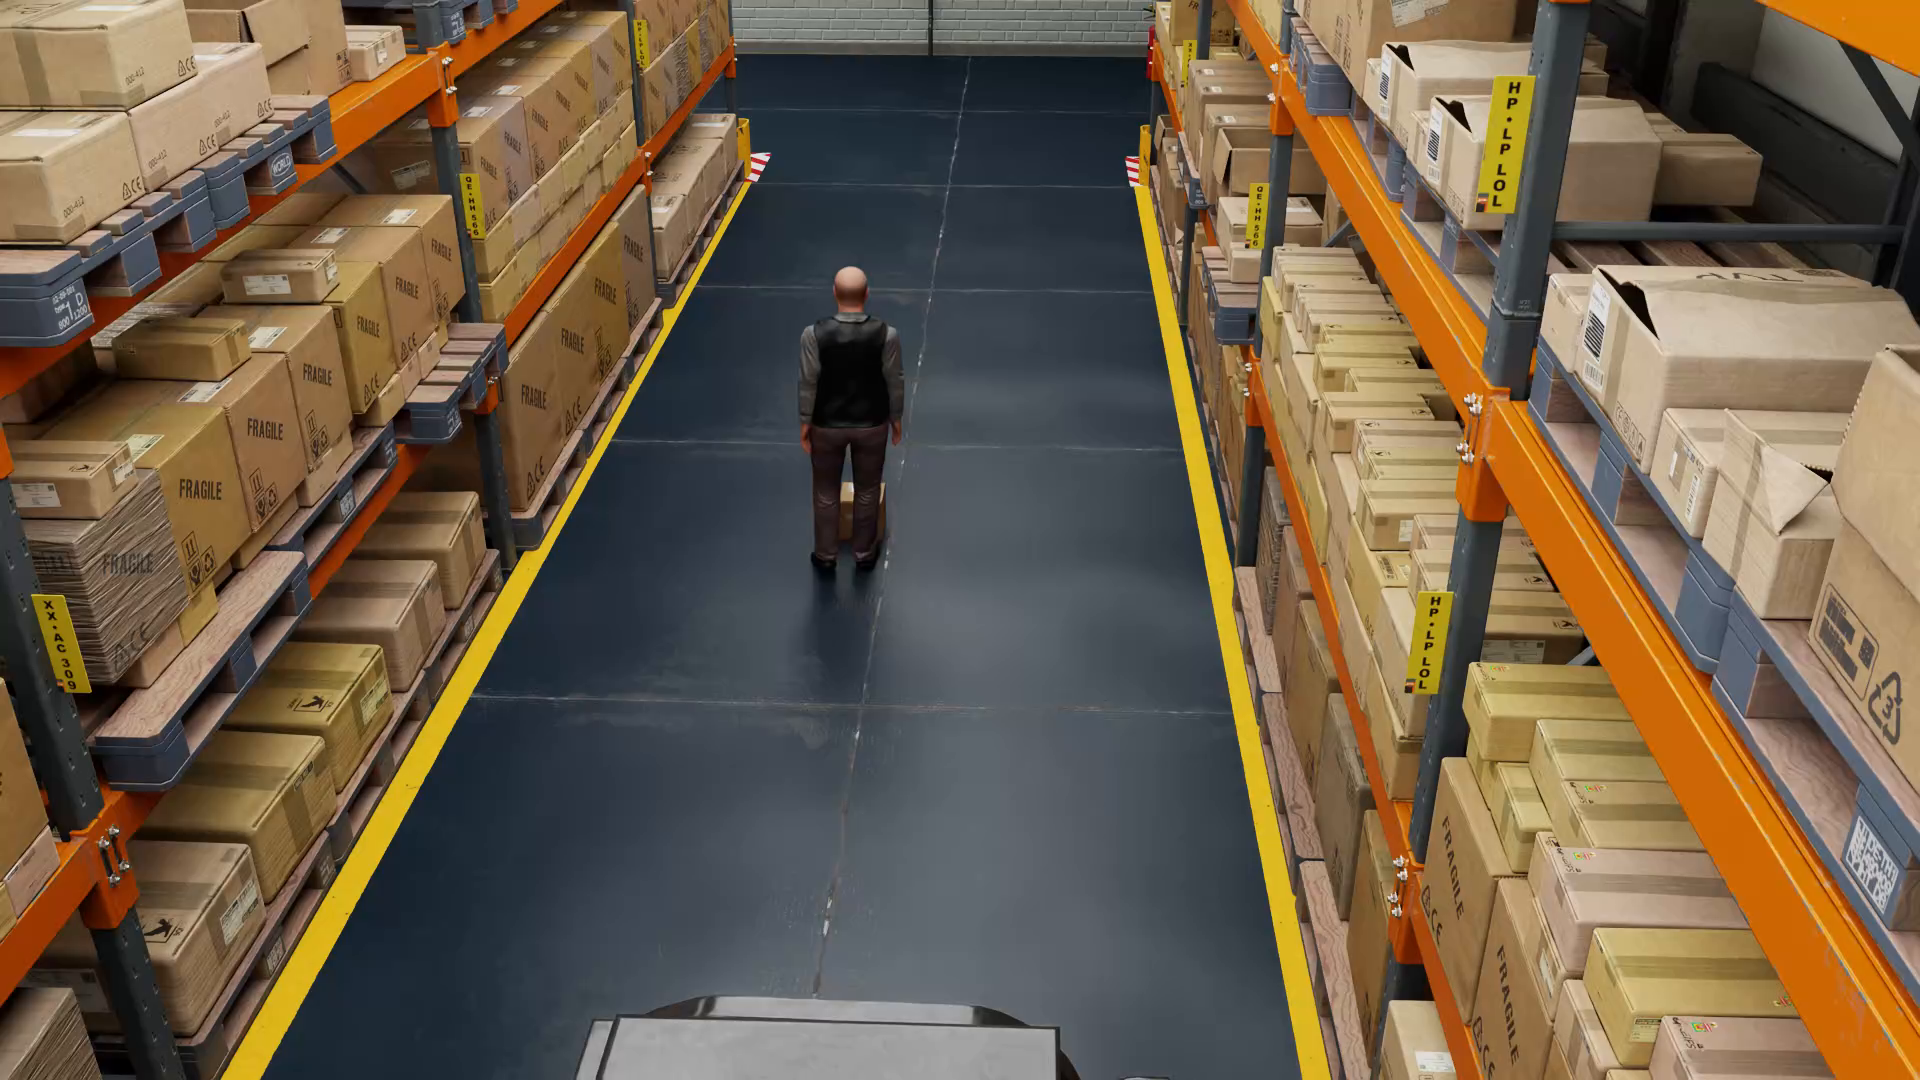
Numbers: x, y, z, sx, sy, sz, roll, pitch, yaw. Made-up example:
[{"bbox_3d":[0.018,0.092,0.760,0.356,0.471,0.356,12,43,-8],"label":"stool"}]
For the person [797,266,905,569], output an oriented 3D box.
[{"bbox_3d":[-0.569,-0.612,8.801,0.557,1.752,0.446,-2,28,-4],"label":"person"}]
